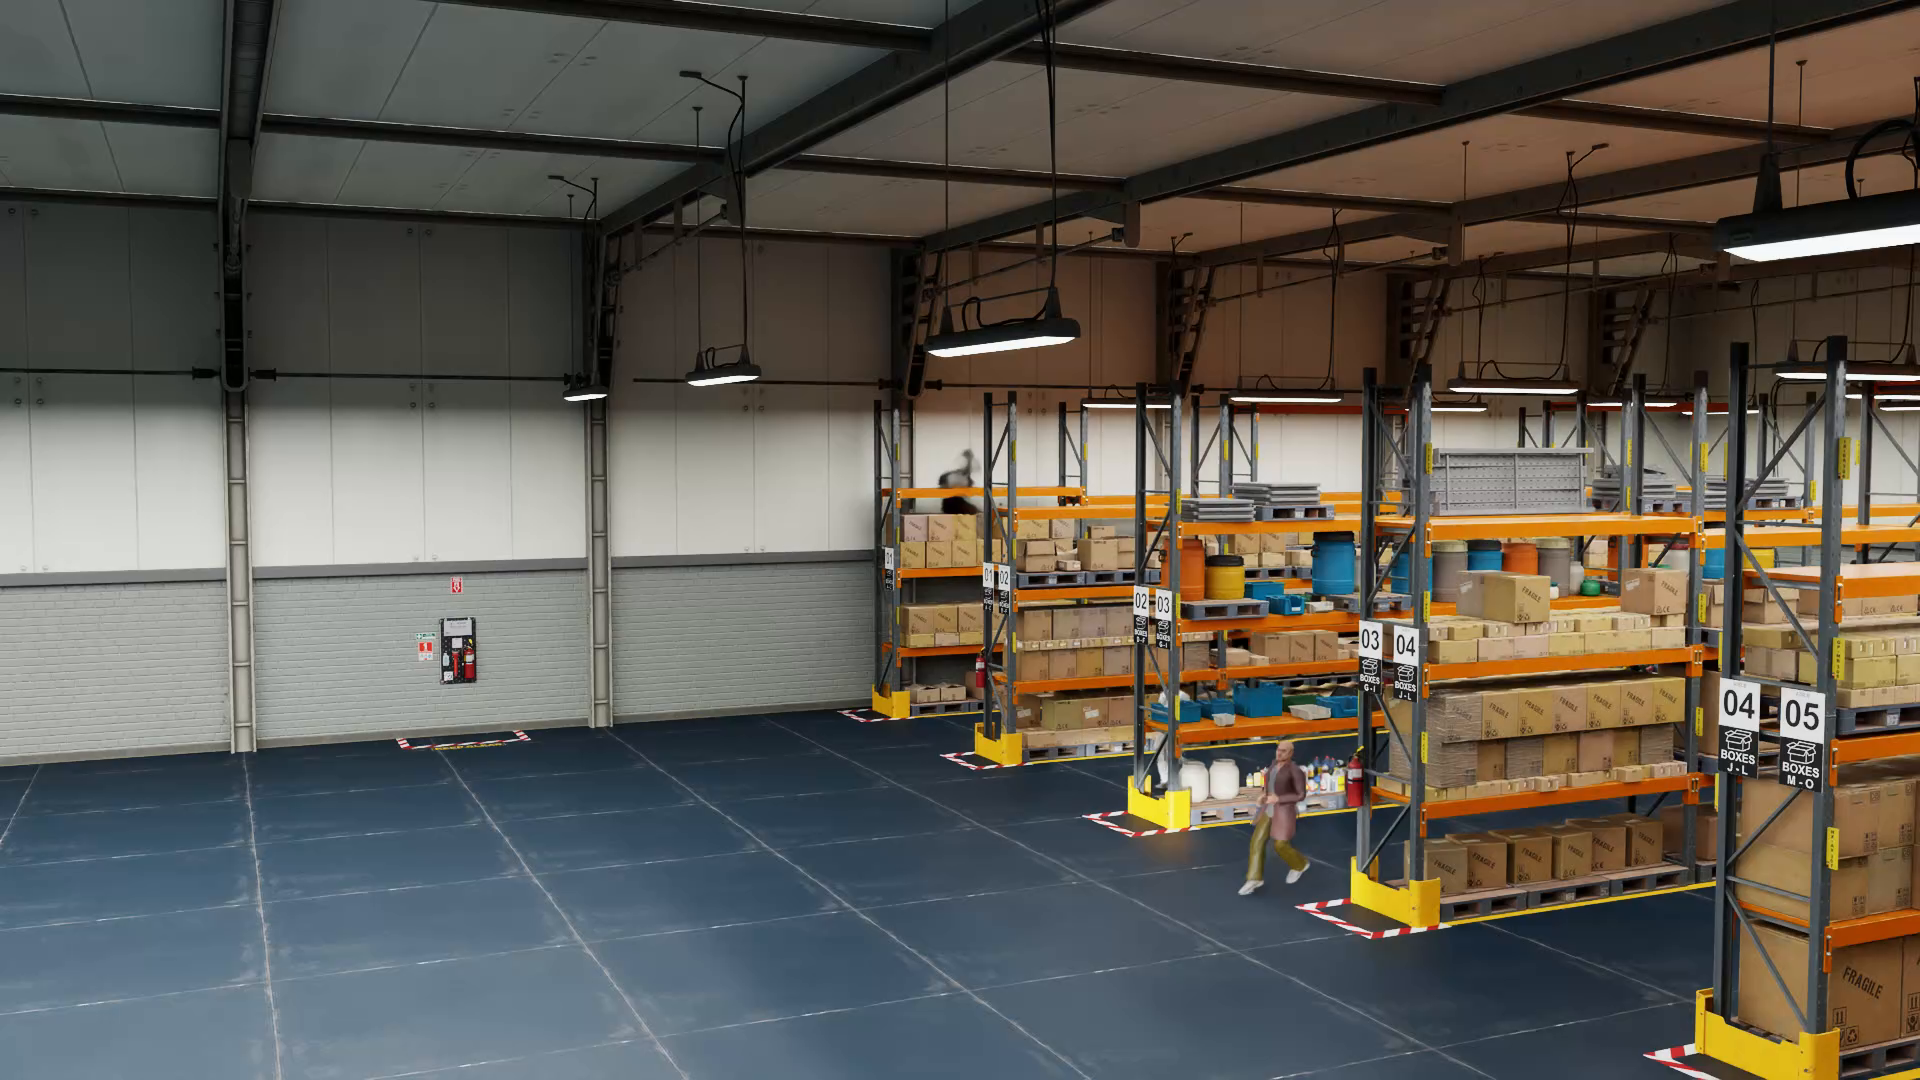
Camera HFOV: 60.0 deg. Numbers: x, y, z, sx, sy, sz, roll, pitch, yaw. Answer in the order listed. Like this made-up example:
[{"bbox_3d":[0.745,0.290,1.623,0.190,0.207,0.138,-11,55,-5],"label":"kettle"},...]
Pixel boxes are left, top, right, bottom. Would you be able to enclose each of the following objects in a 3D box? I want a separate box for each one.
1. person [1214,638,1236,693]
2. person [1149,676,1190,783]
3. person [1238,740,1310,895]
[{"bbox_3d":[4.967,2.587,30.947,0.531,1.554,0.523,-2,4,-30],"label":"person"},{"bbox_3d":[3.170,2.816,24.904,0.587,1.673,0.685,-3,4,-39],"label":"person"},{"bbox_3d":[3.702,3.180,19.115,0.984,1.791,0.737,-2,4,-32],"label":"person"}]
